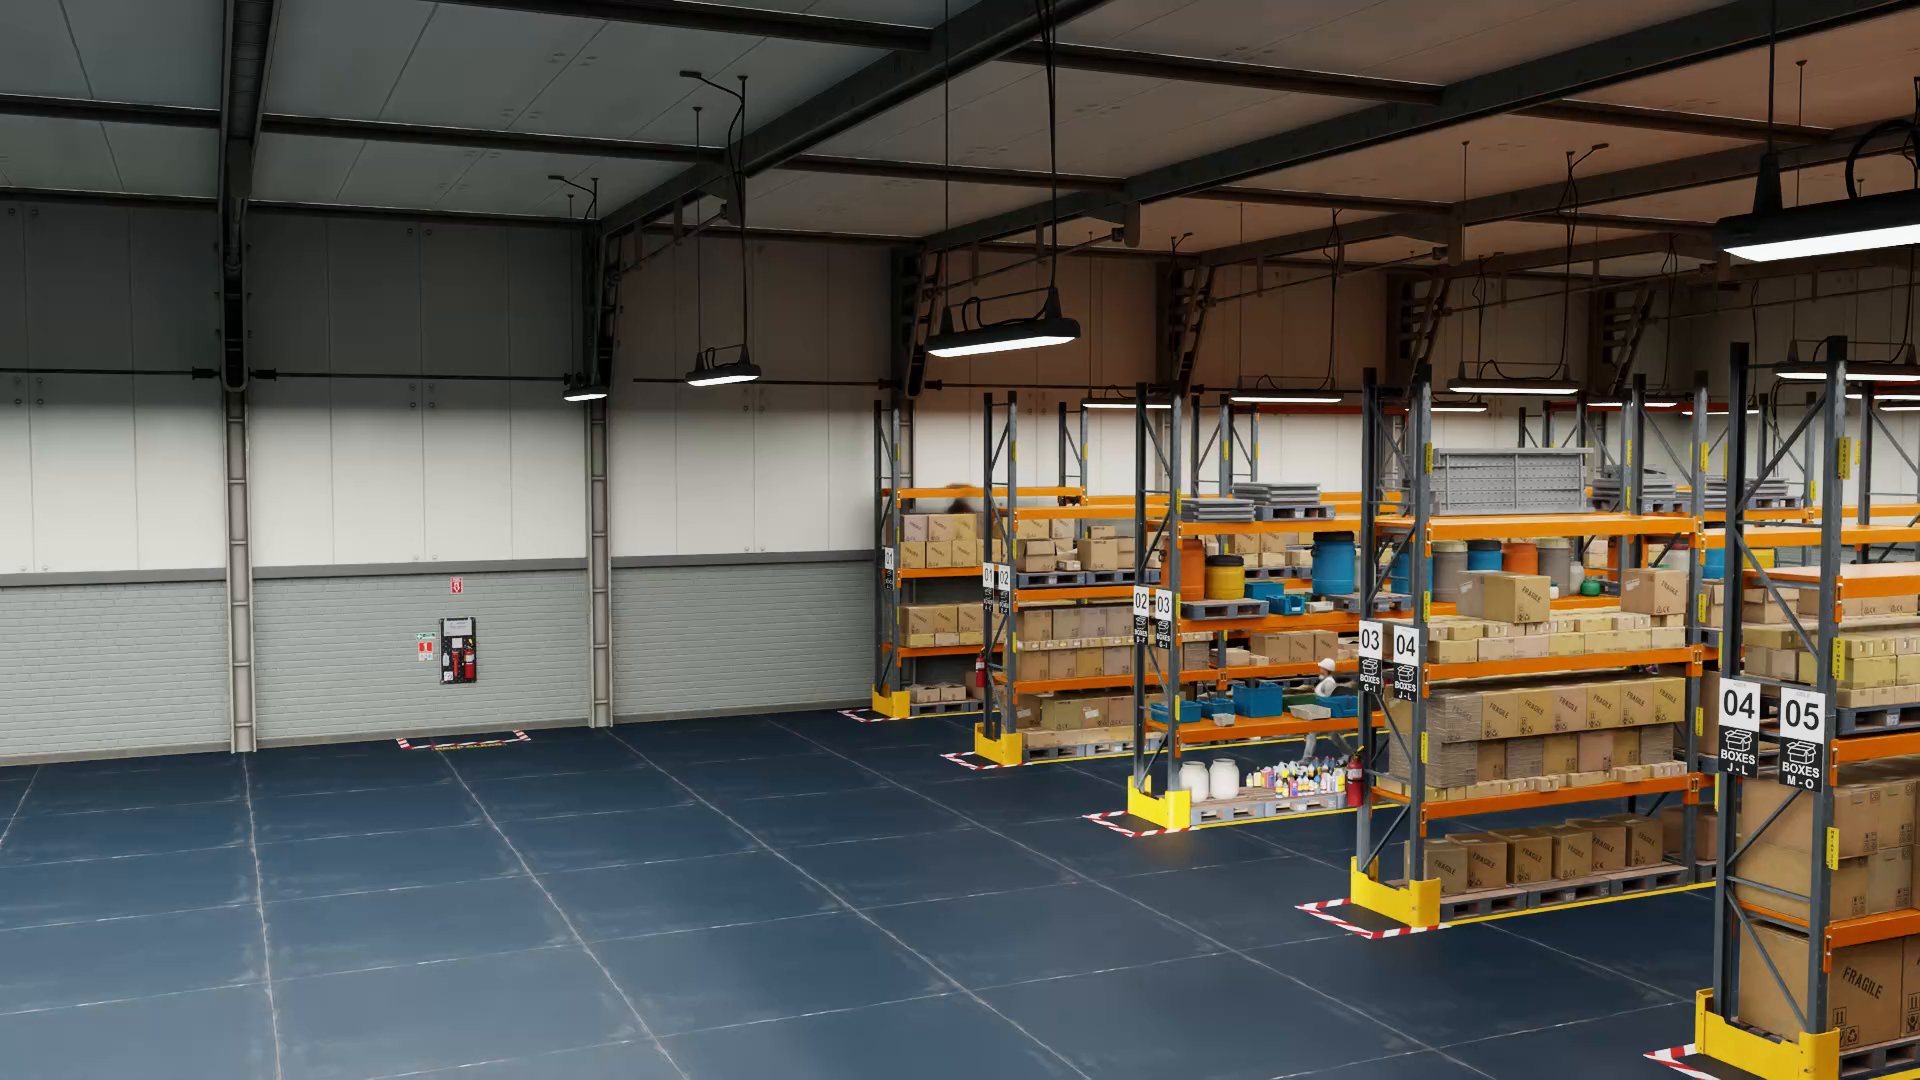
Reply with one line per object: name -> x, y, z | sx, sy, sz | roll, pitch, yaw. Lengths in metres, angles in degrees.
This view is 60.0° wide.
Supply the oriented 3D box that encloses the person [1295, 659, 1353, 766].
person -> 5.838, 2.760, 26.597 | 1.066, 1.730, 0.481 | -2, 4, -29
